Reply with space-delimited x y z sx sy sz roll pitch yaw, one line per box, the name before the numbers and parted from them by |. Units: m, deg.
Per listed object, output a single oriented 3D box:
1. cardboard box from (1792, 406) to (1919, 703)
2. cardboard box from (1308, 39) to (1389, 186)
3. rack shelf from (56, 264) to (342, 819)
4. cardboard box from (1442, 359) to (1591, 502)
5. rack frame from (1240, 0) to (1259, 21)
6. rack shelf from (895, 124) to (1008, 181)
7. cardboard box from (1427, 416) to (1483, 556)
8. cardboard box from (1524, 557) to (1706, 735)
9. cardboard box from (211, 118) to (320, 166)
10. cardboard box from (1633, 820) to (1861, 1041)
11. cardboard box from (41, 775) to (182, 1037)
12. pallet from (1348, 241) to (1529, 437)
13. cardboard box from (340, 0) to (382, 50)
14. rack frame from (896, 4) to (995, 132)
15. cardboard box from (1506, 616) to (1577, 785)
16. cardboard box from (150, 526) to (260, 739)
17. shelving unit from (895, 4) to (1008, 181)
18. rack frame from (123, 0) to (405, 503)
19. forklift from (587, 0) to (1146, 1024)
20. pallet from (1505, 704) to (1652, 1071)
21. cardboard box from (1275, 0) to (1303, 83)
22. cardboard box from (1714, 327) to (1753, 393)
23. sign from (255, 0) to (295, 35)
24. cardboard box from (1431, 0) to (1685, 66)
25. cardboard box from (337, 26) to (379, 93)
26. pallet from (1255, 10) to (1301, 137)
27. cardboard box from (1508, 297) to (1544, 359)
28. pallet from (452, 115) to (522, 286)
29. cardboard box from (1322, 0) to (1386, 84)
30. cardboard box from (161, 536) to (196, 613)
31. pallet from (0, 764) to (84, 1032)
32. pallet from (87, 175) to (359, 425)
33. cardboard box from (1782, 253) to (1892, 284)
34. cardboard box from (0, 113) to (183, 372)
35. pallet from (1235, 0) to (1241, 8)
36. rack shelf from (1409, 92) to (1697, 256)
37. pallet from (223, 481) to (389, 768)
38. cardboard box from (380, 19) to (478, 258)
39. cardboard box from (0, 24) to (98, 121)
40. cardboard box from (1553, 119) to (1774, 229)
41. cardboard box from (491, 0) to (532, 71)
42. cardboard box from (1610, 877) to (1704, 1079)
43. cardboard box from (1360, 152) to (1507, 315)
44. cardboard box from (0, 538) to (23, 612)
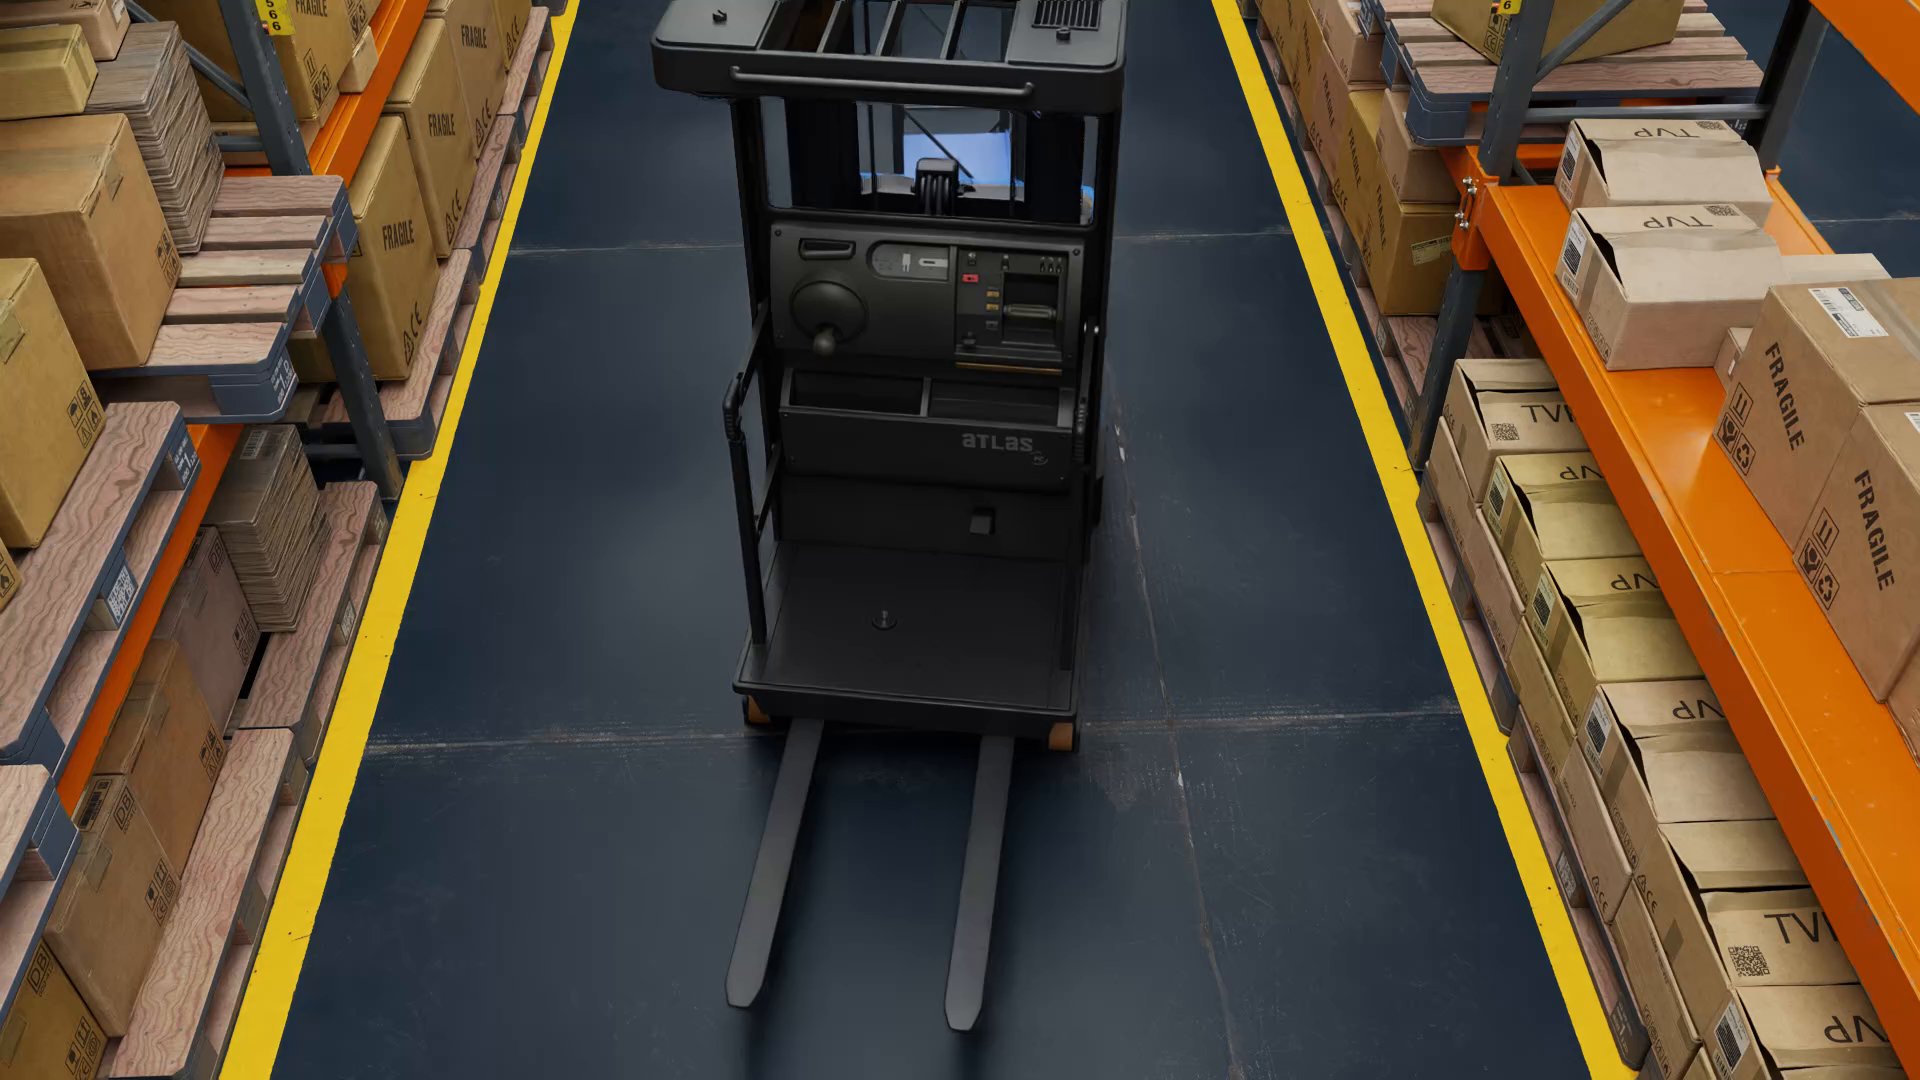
cardboard box | 2.391 0.027 3.926 0.500 0.500 0.500 -2 43 -2
cardboard box | 1.957 -1.992 7.728 0.500 0.500 0.500 -3 43 -3
rack shelf | -2.583 0.336 4.195 1.077 0.370 4.000 -2 43 -2
cardboard box | 2.010 -0.409 5.786 0.500 0.311 0.500 0 43 0
rack frame | 2.111 -4.124 8.529 1.000 3.000 0.127 -2 43 -2
rack shelf | 0.060 -1.422 6.957 0.538 0.185 1.000 -6 43 -7
cardboard box | 2.010 -0.203 5.975 0.500 0.250 0.500 -2 43 -2
cardboard box | 2.060 0.289 5.024 0.500 0.311 0.500 -3 43 -3
cardboard box | -2.450 -1.423 5.753 0.380 0.149 0.250 -2 43 -2
cardboard box | 2.100 0.976 4.275 0.500 0.311 0.500 -2 43 -2
cardboard box | -2.599 0.991 4.473 0.700 0.500 0.500 -1 43 -1
pallet | 2.287 -0.901 7.076 1.003 0.211 1.213 -2 43 -2
cardboard box | -2.446 -2.122 6.036 0.500 0.500 0.500 0 43 0
rack frame | -0.020 -1.894 7.206 0.500 1.500 0.032 -6 43 -7
cardboard box | 2.060 0.487 5.223 0.500 0.250 0.500 -3 43 -3
cardboard box | -2.679 0.316 5.210 0.700 0.500 0.500 -2 43 -2
shelving unit | 0.060 -1.554 6.836 0.538 1.500 1.048 -6 43 -7
rack frame | -2.668 -1.279 5.425 1.000 3.000 0.127 -2 43 -2
forklift | -0.238 -0.653 4.793 1.130 2.935 3.031 12 44 13
pallet | 2.326 0.983 5.021 1.003 0.211 1.213 -2 43 -2
cardboard box | 1.922 -2.671 8.469 0.500 0.500 0.500 -1 43 -1
cardboard box | 2.392 -0.472 4.731 0.380 0.149 0.250 1 43 1
sign | -2.126 -1.698 5.085 0.100 0.325 0.005 -2 43 -2
cardboard box | 2.142 -2.037 5.868 0.700 0.500 0.500 -15 45 -16
cardboard box | -2.379 -1.775 6.137 0.380 0.149 0.250 0 43 0
pallet | 2.184 -2.548 8.874 1.003 0.211 1.213 -2 43 -2
cardboard box | 2.547 -0.980 6.623 0.500 0.500 0.500 0 43 0
pallet | -2.675 -1.607 7.847 1.003 0.211 1.213 -2 43 -2
cardboard box | 1.953 -2.294 7.502 0.500 0.250 0.500 -2 43 -3
cardboard box | -2.624 0.075 4.917 0.500 0.250 0.500 -1 43 -1
pallet | -2.385 0.972 3.112 1.003 0.211 1.213 -2 43 -2
pallet | -2.531 -0.730 4.969 1.213 0.211 1.003 -2 43 -2
cardboard box | 2.596 -0.732 5.014 0.380 0.149 0.250 -2 43 -2
cardboard box | -2.587 -0.784 4.486 0.700 0.500 0.500 -5 43 -6
pallet | 2.083 -3.560 9.977 1.003 0.211 1.213 -2 43 -2
rack shelf | 2.196 -2.509 7.299 1.077 0.370 4.000 -2 43 -2
pallet | -2.636 0.277 5.792 1.003 0.211 1.213 -2 43 -2
cardboard box | -2.599 -1.733 7.201 0.750 0.750 0.750 -2 43 -2
cardboard box | -2.595 -1.268 4.534 0.380 0.149 0.250 -8 43 -9
cardboard box | 2.253 -1.144 5.344 0.500 0.311 0.500 1 43 1
cardboard box | -2.680 -2.907 8.481 0.750 0.750 0.750 -1 43 -1
cardboard box | 2.102 1.177 4.470 0.500 0.250 0.500 -1 43 -1
cardboard box | 2.007 -1.289 6.961 0.500 0.500 0.500 0 43 0
cardboard box | -2.561 0.057 3.569 0.700 0.500 0.500 4 43 4
